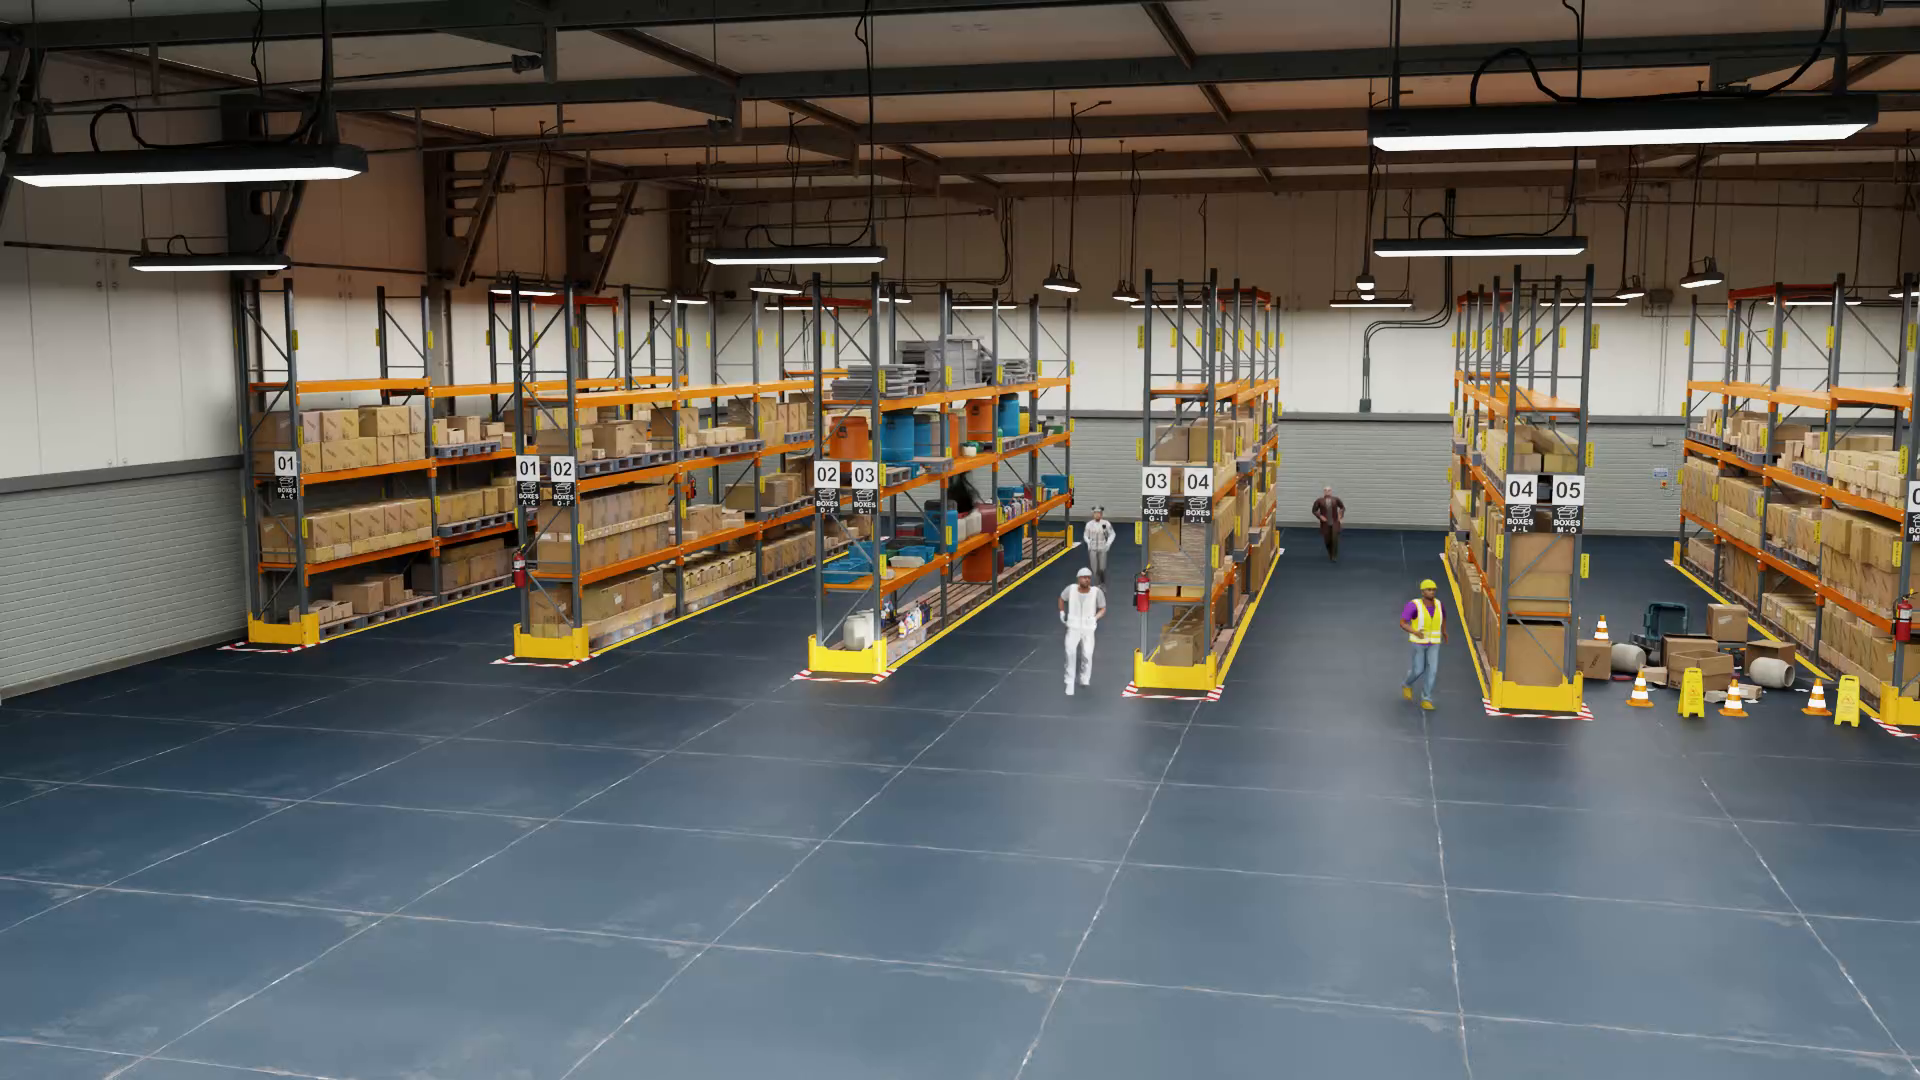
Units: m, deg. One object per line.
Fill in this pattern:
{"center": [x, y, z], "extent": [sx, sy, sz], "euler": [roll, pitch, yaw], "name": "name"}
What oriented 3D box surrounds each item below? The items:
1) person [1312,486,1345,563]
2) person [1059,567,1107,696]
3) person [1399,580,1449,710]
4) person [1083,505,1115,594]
{"center": [8.390, -0.375, 37.886], "extent": [0.744, 1.721, 0.717], "euler": [1, 7, 7], "name": "person"}
{"center": [1.747, 1.290, 23.758], "extent": [0.690, 1.818, 0.734], "euler": [1, 7, 6], "name": "person"}
{"center": [6.365, 1.405, 22.797], "extent": [0.732, 1.750, 0.774], "euler": [-1, 7, -9], "name": "person"}
{"center": [2.567, 0.195, 30.829], "extent": [0.589, 1.680, 0.528], "euler": [1, 7, 11], "name": "person"}
